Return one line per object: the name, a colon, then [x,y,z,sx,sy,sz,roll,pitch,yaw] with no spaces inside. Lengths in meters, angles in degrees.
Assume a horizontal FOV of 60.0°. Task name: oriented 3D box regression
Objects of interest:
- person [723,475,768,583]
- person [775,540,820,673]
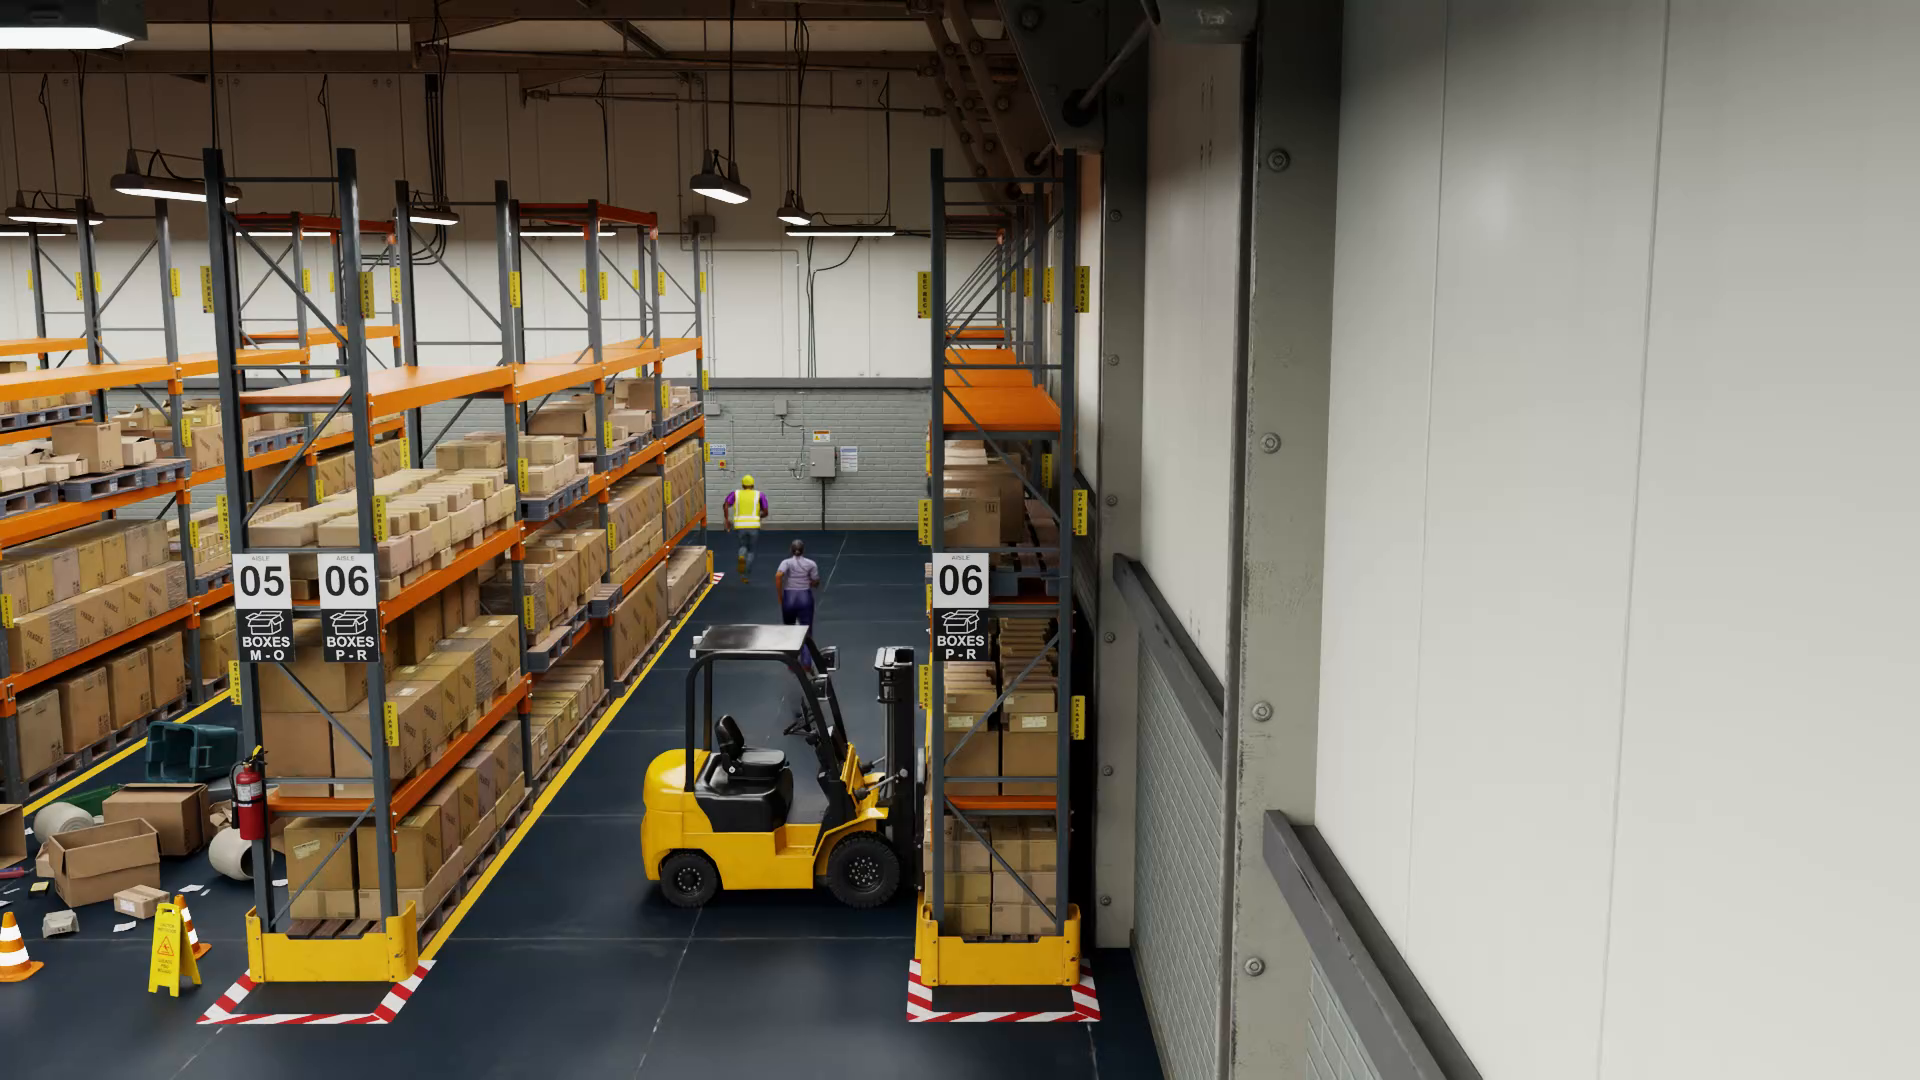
person: [-3.386,-0.159,26.397,0.686,1.724,0.723,0,9,3]
person: [-2.017,0.854,20.692,0.556,1.704,0.806,-1,9,-5]
